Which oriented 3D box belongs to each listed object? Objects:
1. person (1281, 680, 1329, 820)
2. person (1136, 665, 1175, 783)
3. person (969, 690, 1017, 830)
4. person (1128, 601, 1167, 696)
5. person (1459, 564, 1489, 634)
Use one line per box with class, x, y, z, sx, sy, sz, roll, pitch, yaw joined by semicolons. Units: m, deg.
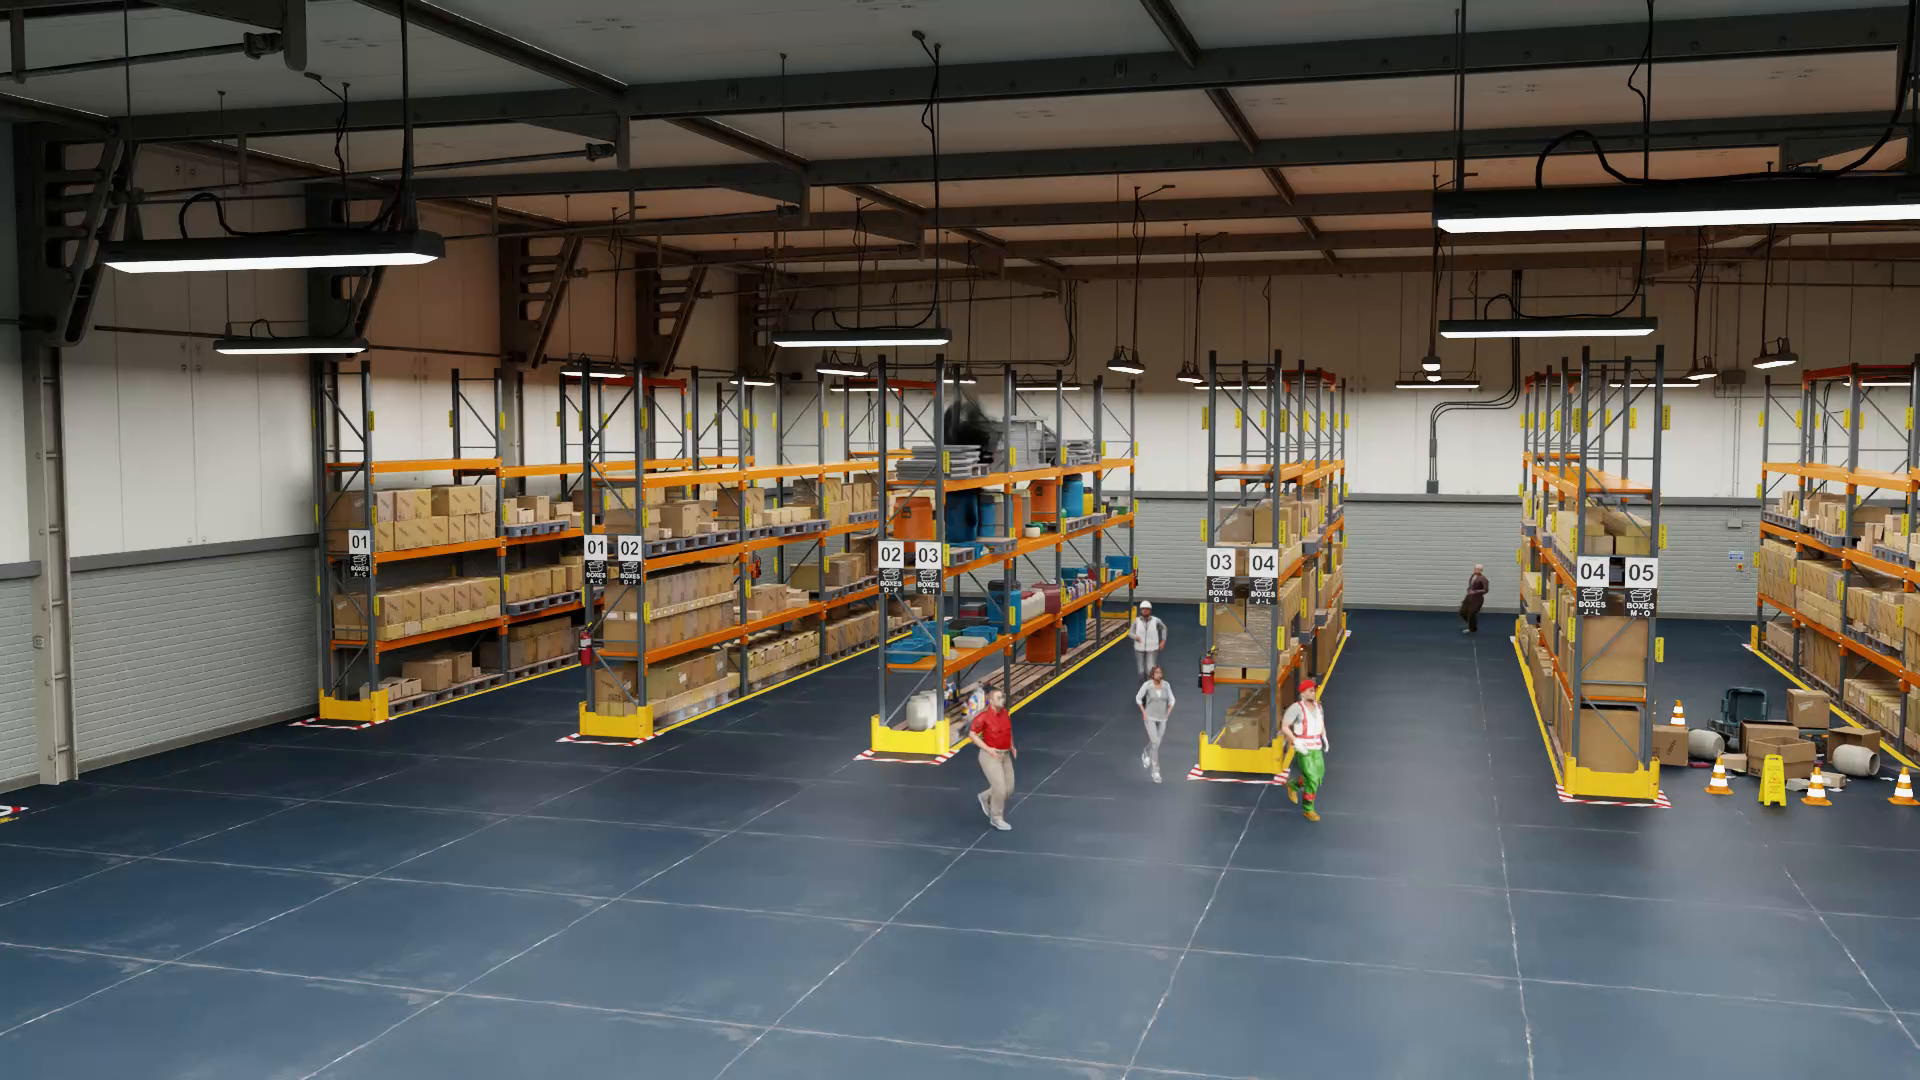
person;4.347;2.630;21.082;0.682;1.749;0.687;-3;5;-34
person;2.738;2.538;23.361;0.534;1.606;0.764;-1;4;-14
person;0.391;2.694;20.547;0.641;1.704;0.672;4;6;44
person;3.357;2.006;29.873;0.671;1.834;0.733;1;4;12
person;12.016;1.384;38.842;0.578;1.671;0.792;-2;4;-24
